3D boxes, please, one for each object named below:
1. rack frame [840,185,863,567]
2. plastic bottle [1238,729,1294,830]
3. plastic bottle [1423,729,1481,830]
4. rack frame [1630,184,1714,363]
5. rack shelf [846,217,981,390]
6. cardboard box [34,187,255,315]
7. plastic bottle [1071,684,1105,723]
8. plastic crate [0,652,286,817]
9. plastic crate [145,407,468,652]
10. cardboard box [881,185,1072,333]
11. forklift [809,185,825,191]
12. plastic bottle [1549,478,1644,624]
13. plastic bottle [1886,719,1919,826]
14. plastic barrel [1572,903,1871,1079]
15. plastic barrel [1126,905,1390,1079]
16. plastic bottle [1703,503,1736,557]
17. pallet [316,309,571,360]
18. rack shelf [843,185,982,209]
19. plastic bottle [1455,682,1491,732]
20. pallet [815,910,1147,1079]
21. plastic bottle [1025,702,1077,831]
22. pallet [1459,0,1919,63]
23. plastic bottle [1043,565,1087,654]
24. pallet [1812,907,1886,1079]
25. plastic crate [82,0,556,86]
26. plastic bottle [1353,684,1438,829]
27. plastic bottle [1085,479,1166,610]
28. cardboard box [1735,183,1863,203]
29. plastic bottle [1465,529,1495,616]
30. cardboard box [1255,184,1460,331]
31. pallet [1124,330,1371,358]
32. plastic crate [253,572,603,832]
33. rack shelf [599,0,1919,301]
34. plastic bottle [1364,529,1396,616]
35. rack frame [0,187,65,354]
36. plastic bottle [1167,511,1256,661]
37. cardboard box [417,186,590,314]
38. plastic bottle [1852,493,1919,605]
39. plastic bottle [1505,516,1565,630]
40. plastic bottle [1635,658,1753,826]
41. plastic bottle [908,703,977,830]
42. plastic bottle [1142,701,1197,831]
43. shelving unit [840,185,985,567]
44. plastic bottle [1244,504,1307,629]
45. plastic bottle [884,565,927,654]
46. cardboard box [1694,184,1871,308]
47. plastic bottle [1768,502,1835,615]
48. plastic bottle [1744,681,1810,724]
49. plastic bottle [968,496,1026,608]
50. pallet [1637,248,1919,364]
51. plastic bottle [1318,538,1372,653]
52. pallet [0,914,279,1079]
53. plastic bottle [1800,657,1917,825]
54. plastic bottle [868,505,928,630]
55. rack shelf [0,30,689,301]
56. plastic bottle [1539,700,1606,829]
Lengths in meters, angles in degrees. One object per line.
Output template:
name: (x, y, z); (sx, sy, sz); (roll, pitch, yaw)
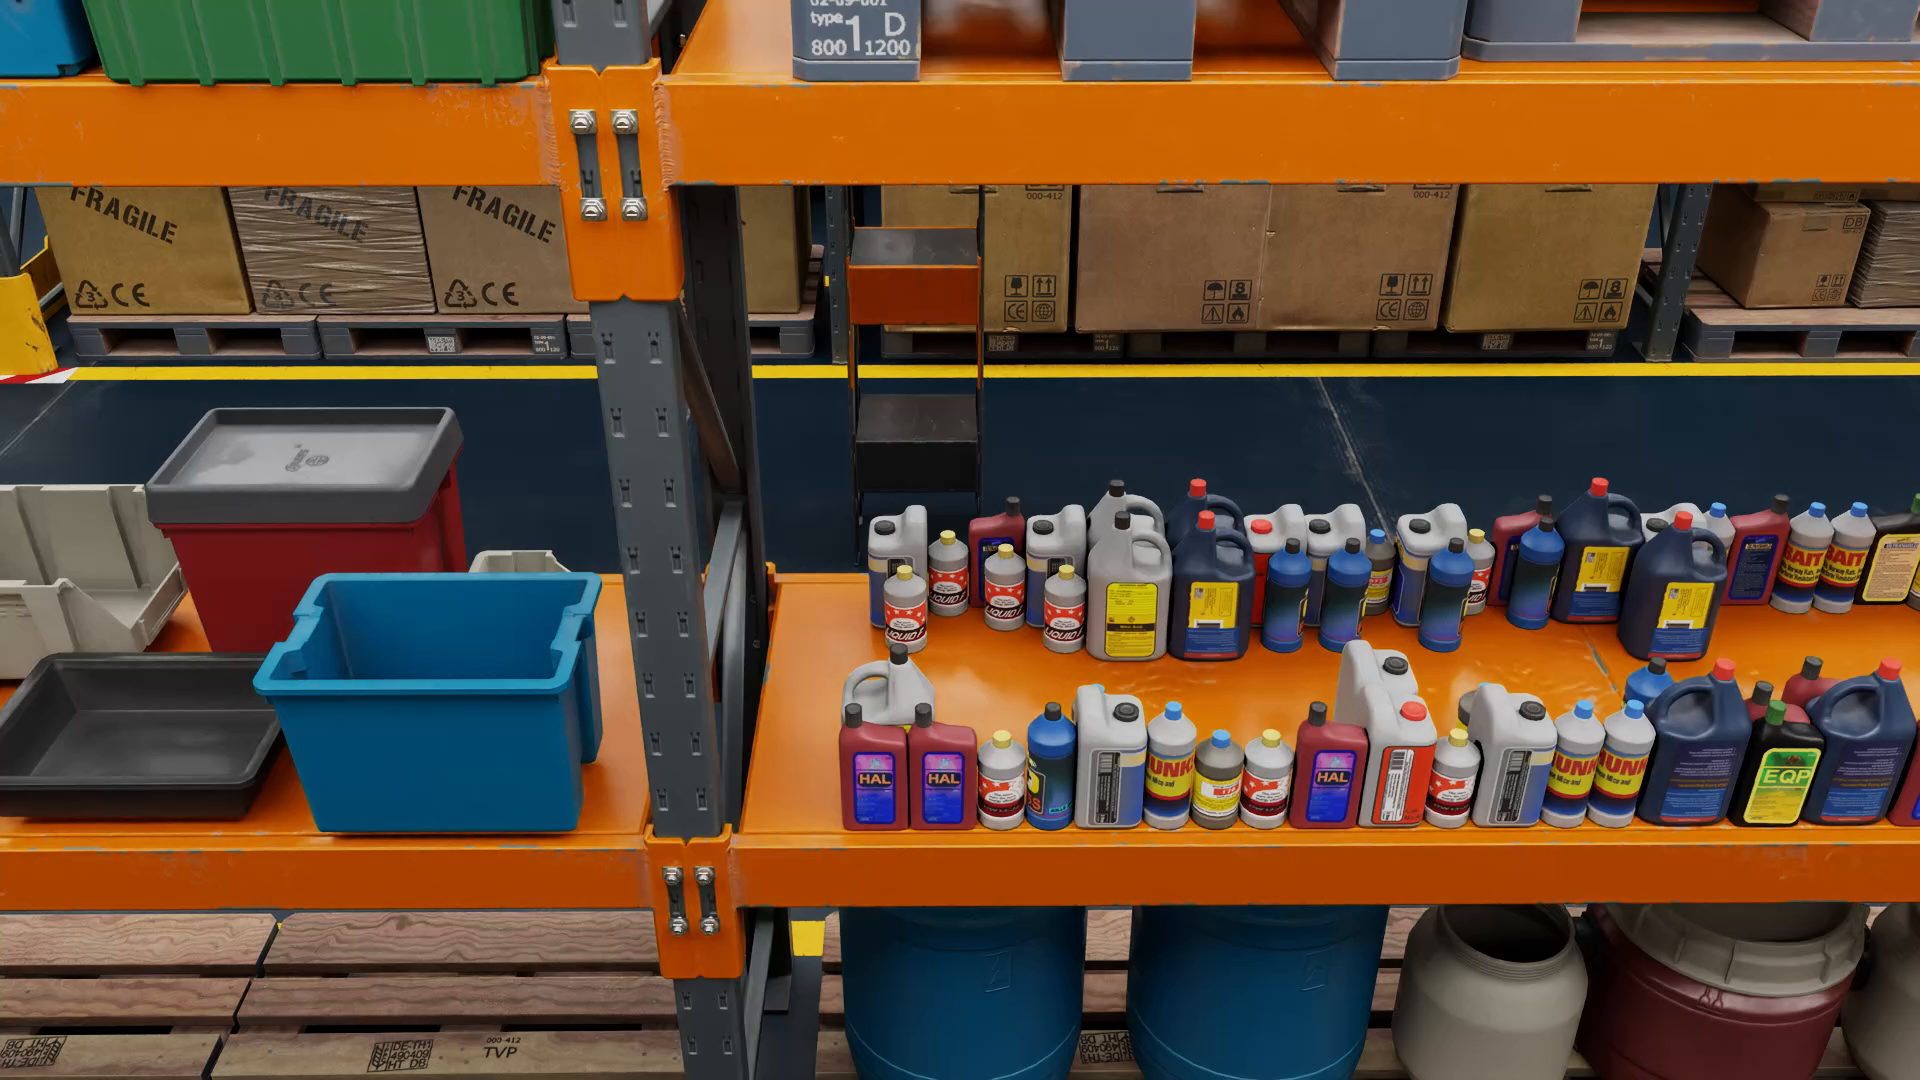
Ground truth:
rack frame: (-0.410, -0.896, 6.203); (0.015, 2.100, 0.400); (0, 31, 0)
plastic bottle: (0.606, 0.464, 3.285); (0.097, 0.201, 0.097); (0, 31, 0)
plastic bottle: (0.971, 0.463, 3.286); (0.097, 0.201, 0.097); (0, 31, 0)
rack frame: (3.434, -2.411, 7.831); (0.127, 3.000, 1.000); (0, 31, 0)
rack shelf: (-0.166, -0.886, 6.212); (0.480, 0.518, 0.431); (0, 31, 0)
cardboard box: (-3.927, -1.700, 8.304); (0.875, 0.875, 0.875); (0, 31, 0)
plastic bottle: (0.275, 0.386, 3.413); (0.097, 0.201, 0.097); (0, 31, 0)
plastic crate: (-1.654, 0.406, 3.397); (0.590, 0.125, 0.437); (0, 31, 0)
plastic crate: (-1.431, -0.009, 3.754); (0.583, 0.464, 0.402); (0, 31, 0)
cardboard box: (0.074, -1.682, 8.273); (0.875, 0.875, 1.225); (0, 31, 0)
forklift: (-0.508, -3.763, 10.127); (3.031, 2.935, 1.130); (-16, 35, -24)
plastic bottle: (1.482, 0.016, 3.879); (0.185, 0.351, 0.144); (0, 31, 0)
plastic bottle: (1.919, 0.435, 3.254); (0.133, 0.283, 0.061); (0, 31, 0)
plastic barrel: (1.845, 1.024, 4.091); (0.708, 0.588, 0.600); (0, 31, 0)
plastic barrel: (0.716, 0.894, 4.004); (0.708, 0.901, 0.600); (0, 31, 0)
plastic bottle: (1.758, 0.037, 3.921); (0.097, 0.271, 0.097); (0, 31, 0)
pallet: (-2.550, -1.239, 8.588); (1.213, 0.211, 1.003); (0, 31, 0)
rack shelf: (-0.166, -1.484, 5.848); (0.480, 0.518, 0.431); (0, 31, 0)
plastic bottle: (1.067, 0.384, 3.417); (0.097, 0.201, 0.097); (0, 31, 0)
pallet: (0.236, 1.382, 4.268); (1.213, 0.211, 1.003); (0, 31, 0)
plastic bottle: (0.179, 0.436, 3.264); (0.097, 0.271, 0.097); (0, 31, 0)
pallet: (1.381, -1.089, 2.943); (1.213, 0.211, 1.003); (0, 31, 0)
plastic bottle: (0.241, 0.151, 3.802); (0.097, 0.201, 0.097); (0, 31, 0)
pallet: (2.676, 1.375, 4.281); (1.213, 0.211, 1.003); (0, 31, 0)
plastic crate: (-0.958, -0.863, 2.593); (0.662, 0.188, 0.450); (0, 31, 0)
plastic bottle: (0.855, 0.417, 3.290); (0.135, 0.276, 0.152); (0, 31, 0)
plastic bottle: (0.381, 0.020, 3.874); (0.185, 0.351, 0.144); (0, 31, 0)
cardboard box: (4.104, -1.868, 8.200); (0.500, 0.250, 0.500); (1, 31, 2)
plastic bottle: (1.208, 0.069, 3.937); (0.097, 0.201, 0.097); (0, 31, 0)
cardboard box: (1.852, -1.692, 8.290); (0.875, 0.875, 1.225); (0, 31, 0)
pallet: (1.428, -1.253, 8.611); (1.213, 0.211, 1.003); (0, 31, 0)
plastic crate: (-1.001, 0.331, 3.271); (0.575, 0.384, 0.392); (0, 31, 0)
rack shelf: (1.464, -0.810, 2.995); (4.000, 0.370, 1.077); (0, 31, 0)
plastic bottle: (0.976, 0.069, 3.935); (0.097, 0.201, 0.097); (0, 31, 0)
rack frame: (-4.566, -2.386, 7.790); (0.127, 3.000, 1.000); (0, 31, 0)
plastic bottle: (0.567, 0.094, 3.751); (0.185, 0.351, 0.144); (0, 31, 0)
cardboard box: (-2.127, -1.706, 8.313); (0.875, 0.875, 0.875); (0, 31, 0)
plastic bottle: (2.201, 0.021, 3.936); (0.133, 0.283, 0.061); (0, 31, 0)
plastic bottle: (1.342, 0.070, 3.867); (0.097, 0.271, 0.097); (0, 31, 0)
plastic bottle: (1.441, 0.386, 3.270); (0.185, 0.351, 0.144); (0, 31, 0)
plastic bottle: (-0.034, 0.441, 3.244); (0.133, 0.283, 0.061); (0, 31, 0)
plastic bottle: (0.411, 0.435, 3.265); (0.097, 0.271, 0.097); (0, 31, 0)
shelving unit: (-0.166, -0.897, 6.205); (0.503, 2.100, 0.431); (0, 31, 0)
plastic bottle: (0.726, 0.053, 3.891); (0.135, 0.276, 0.152); (0, 31, 0)
plastic bottle: (-0.125, 0.152, 3.800); (0.097, 0.201, 0.097); (0, 31, 0)
cardboard box: (4.104, -1.542, 8.386); (0.500, 0.500, 0.700); (-2, 31, -3)
plastic bottle: (1.989, 0.036, 3.922); (0.097, 0.271, 0.097); (0, 31, 0)
plastic bottle: (1.600, 0.404, 3.305); (0.133, 0.283, 0.061); (0, 31, 0)
plastic bottle: (0.087, 0.028, 3.925); (0.133, 0.283, 0.061); (0, 31, 0)
pallet: (4.215, -1.220, 8.557); (1.213, 0.211, 1.003); (0, 31, 0)
plastic bottle: (0.879, 0.119, 3.787); (0.097, 0.271, 0.097); (0, 31, 0)
pallet: (-2.494, 1.391, 4.254); (1.213, 0.211, 1.003); (0, 31, 0)
plastic bottle: (1.759, 0.385, 3.272); (0.185, 0.351, 0.144); (0, 31, 0)
plastic bottle: (-0.144, 0.055, 3.887); (0.135, 0.276, 0.152); (0, 31, 0)
rack shelf: (-2.536, -0.798, 2.974); (4.000, 0.370, 1.077); (0, 31, 0)
plastic bottle: (1.203, 0.433, 3.269); (0.097, 0.271, 0.097); (0, 31, 0)
